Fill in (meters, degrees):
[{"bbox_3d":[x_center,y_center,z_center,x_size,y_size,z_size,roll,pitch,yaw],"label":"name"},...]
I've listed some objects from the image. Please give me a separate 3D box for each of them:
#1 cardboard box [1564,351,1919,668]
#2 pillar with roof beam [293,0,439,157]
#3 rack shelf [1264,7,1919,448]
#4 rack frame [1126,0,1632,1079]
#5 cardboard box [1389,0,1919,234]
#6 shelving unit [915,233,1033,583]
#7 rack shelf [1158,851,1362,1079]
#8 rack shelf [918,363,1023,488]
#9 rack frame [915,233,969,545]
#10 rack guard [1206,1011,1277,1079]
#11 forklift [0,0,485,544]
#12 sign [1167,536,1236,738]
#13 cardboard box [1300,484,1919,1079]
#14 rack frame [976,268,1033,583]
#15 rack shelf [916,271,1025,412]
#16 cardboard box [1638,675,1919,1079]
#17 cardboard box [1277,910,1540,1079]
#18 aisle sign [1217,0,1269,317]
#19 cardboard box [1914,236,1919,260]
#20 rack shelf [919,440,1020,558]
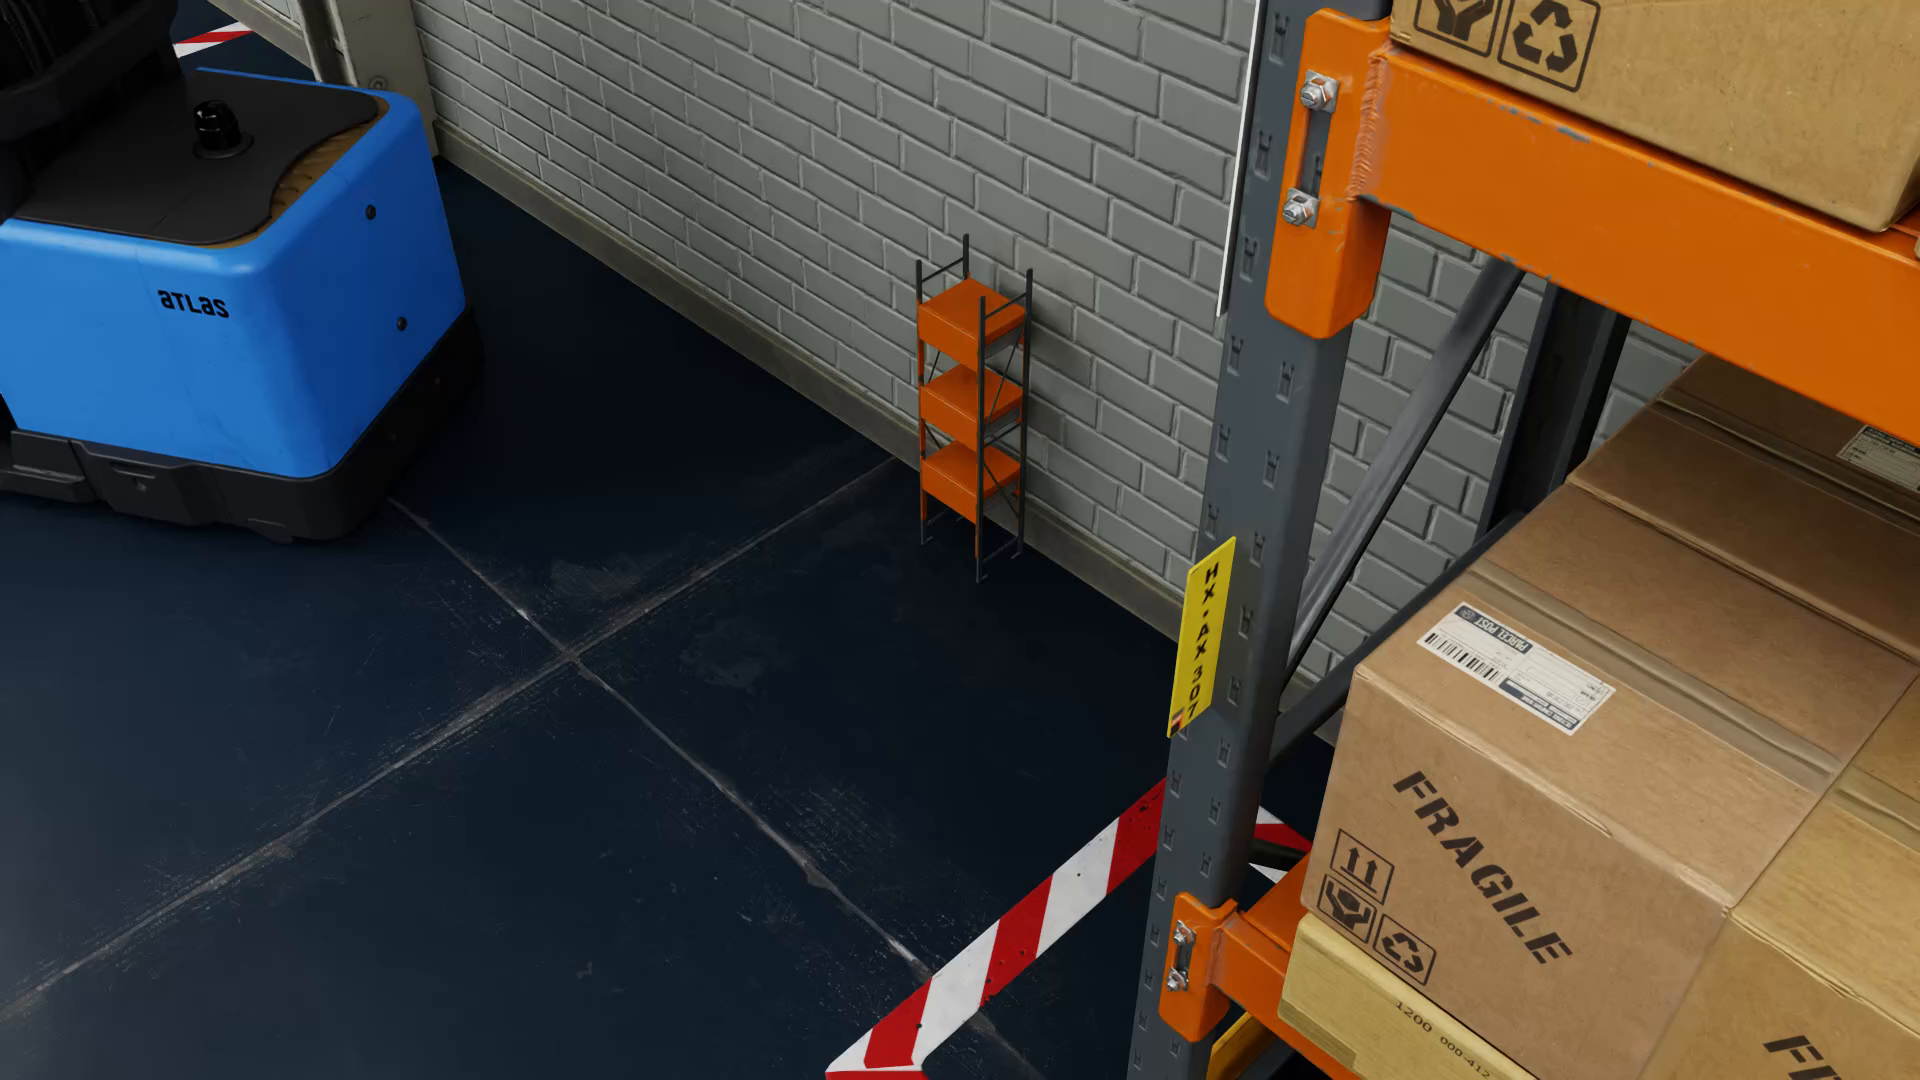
[{"bbox_3d":[1.195,0.091,2.485,0.500,0.500,0.500,34,52,31],"label":"cardboard box"},{"bbox_3d":[-5.467,-2.908,1.766,9.100,9.000,0.400,-34,53,-31],"label":"pillar with roof beam"},{"bbox_3d":[2.124,0.317,1.016,1.077,0.370,4.000,-34,53,-31],"label":"rack shelf"},{"bbox_3d":[0.712,0.194,2.830,1.000,3.000,0.127,-34,53,-31],"label":"rack frame"},{"bbox_3d":[0.771,-0.671,1.468,0.500,0.500,0.500,-33,52,-30],"label":"cardboard box"},{"bbox_3d":[0.038,-0.360,4.866,0.215,1.050,0.252,-34,53,-31],"label":"shelving unit"},{"bbox_3d":[2.124,1.419,2.034,1.077,0.370,4.000,-34,53,-31],"label":"rack shelf"},{"bbox_3d":[0.038,-0.352,4.873,0.215,0.259,0.240,-34,53,-31],"label":"rack shelf"},{"bbox_3d":[-0.048,-0.418,4.929,0.200,1.050,0.008,-34,53,-31],"label":"rack frame"},{"bbox_3d":[0.766,1.148,3.639,1.175,0.500,0.348,-34,53,-31],"label":"rack guard"},{"bbox_3d":[-3.238,-1.606,4.828,3.031,2.935,1.130,10,44,10],"label":"forklift"},{"bbox_3d":[0.328,0.136,2.255,0.100,0.325,0.005,-34,53,-31],"label":"sign"},{"bbox_3d":[0.836,0.340,2.216,0.500,0.500,0.500,-34,53,-31],"label":"cardboard box"},{"bbox_3d":[0.124,-0.301,4.802,0.200,1.050,0.008,-34,53,-31],"label":"rack frame"},{"bbox_3d":[0.038,-0.561,4.680,0.215,0.259,0.240,-34,53,-31],"label":"rack shelf"},{"bbox_3d":[1.178,0.582,1.953,0.500,0.500,0.500,-34,52,-31],"label":"cardboard box"},{"bbox_3d":[0.832,0.628,2.456,0.500,0.250,0.500,33,52,30],"label":"cardboard box"},{"bbox_3d":[0.449,-0.652,1.830,0.394,0.787,0.004,-34,53,-31],"label":"aisle sign"},{"bbox_3d":[1.125,-0.396,1.170,0.500,0.500,0.500,-31,51,-29],"label":"cardboard box"},{"bbox_3d":[0.038,-0.148,5.062,0.215,0.259,0.240,-34,53,-31],"label":"rack shelf"}]
